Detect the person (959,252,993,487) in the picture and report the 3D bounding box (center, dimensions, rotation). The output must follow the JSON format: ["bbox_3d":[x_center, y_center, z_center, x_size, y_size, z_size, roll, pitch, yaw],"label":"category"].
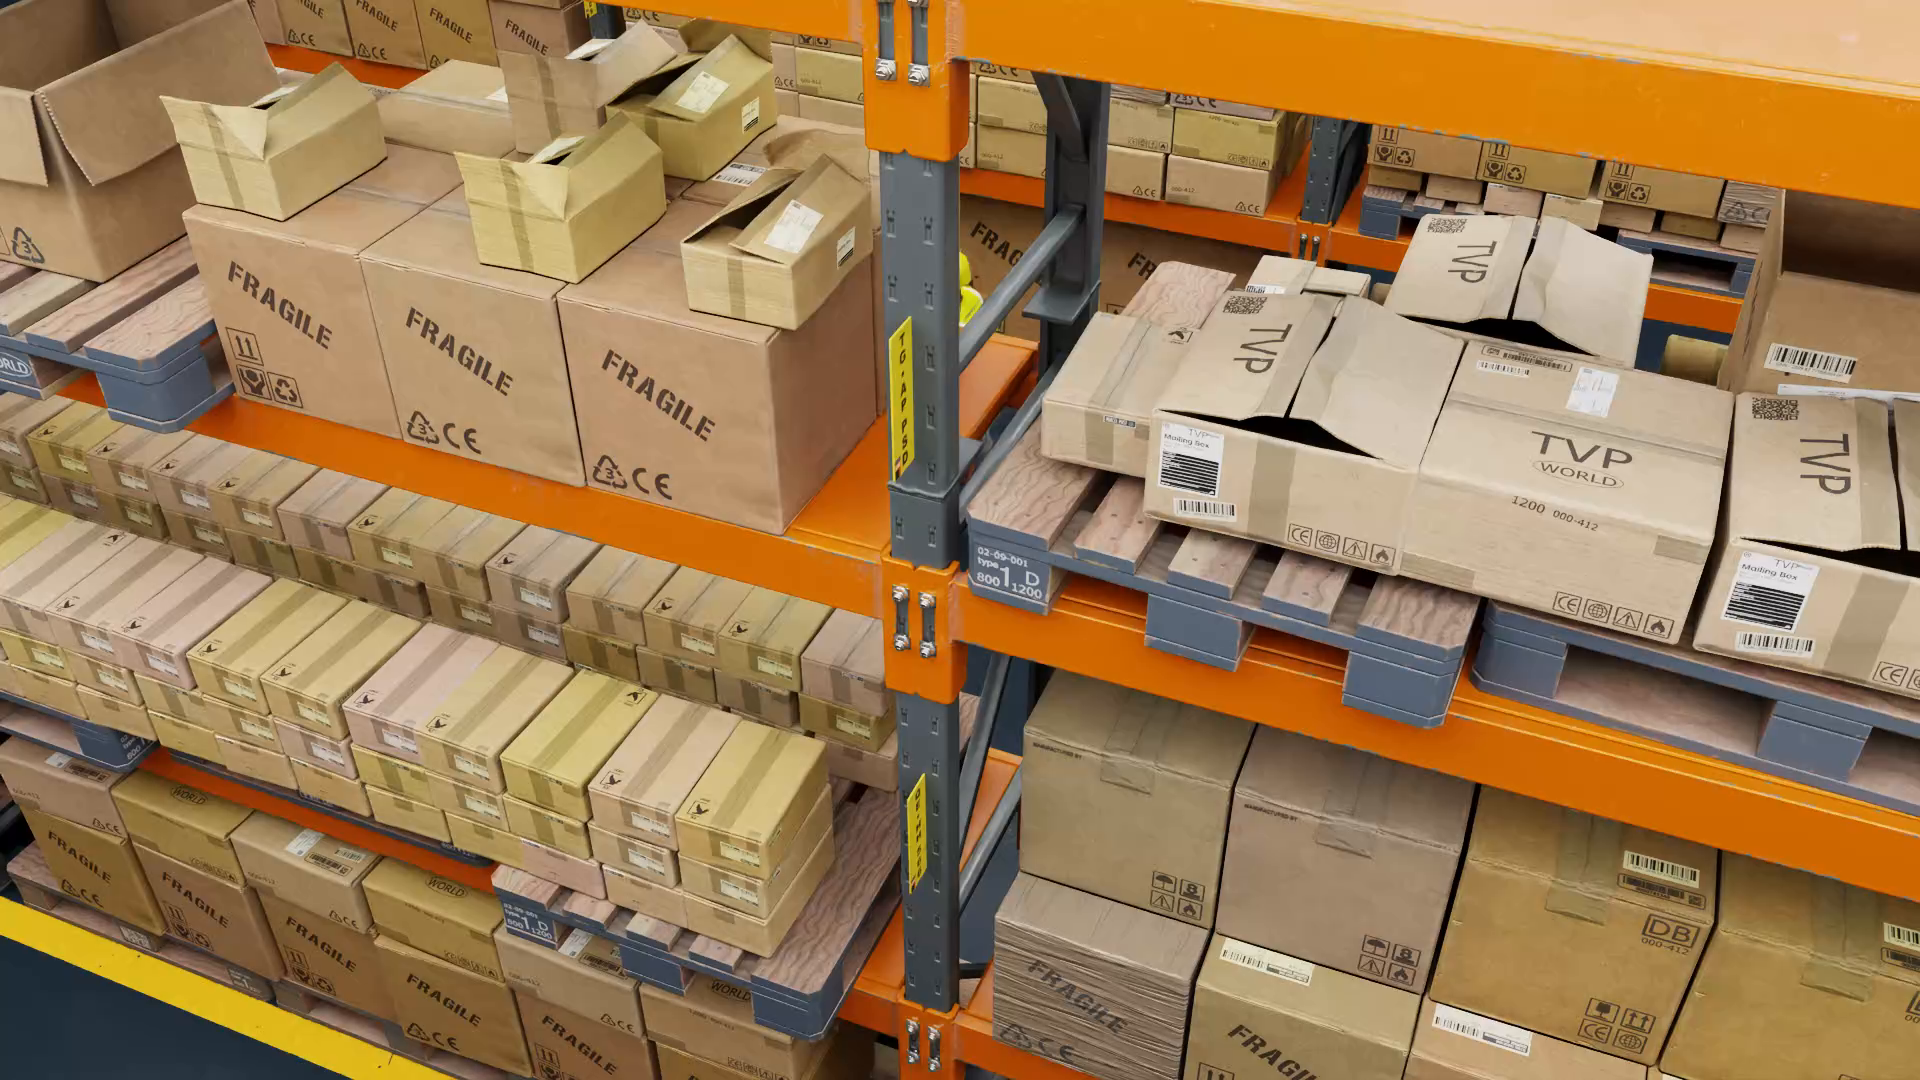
[{"bbox_3d":[0.001,-0.559,7.547,1.025,1.729,0.594,7,38,9],"label":"person"}]
